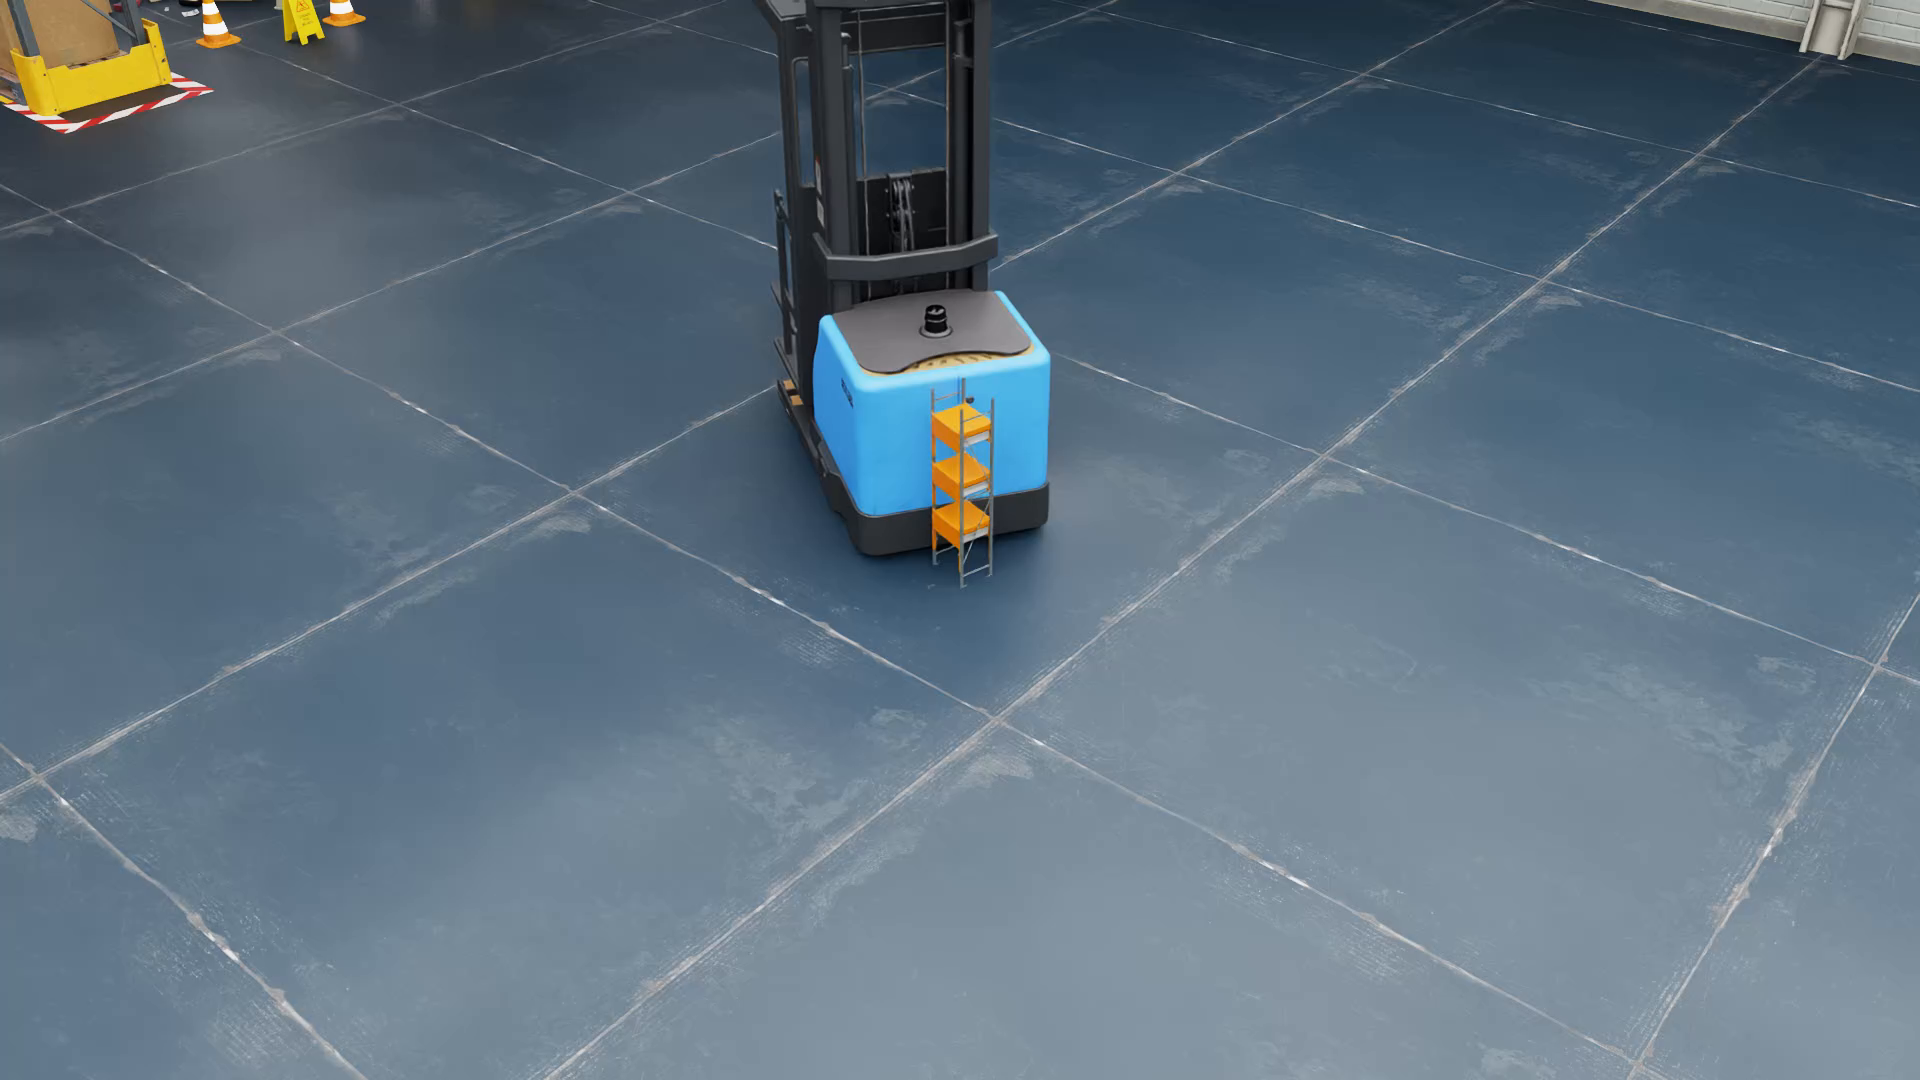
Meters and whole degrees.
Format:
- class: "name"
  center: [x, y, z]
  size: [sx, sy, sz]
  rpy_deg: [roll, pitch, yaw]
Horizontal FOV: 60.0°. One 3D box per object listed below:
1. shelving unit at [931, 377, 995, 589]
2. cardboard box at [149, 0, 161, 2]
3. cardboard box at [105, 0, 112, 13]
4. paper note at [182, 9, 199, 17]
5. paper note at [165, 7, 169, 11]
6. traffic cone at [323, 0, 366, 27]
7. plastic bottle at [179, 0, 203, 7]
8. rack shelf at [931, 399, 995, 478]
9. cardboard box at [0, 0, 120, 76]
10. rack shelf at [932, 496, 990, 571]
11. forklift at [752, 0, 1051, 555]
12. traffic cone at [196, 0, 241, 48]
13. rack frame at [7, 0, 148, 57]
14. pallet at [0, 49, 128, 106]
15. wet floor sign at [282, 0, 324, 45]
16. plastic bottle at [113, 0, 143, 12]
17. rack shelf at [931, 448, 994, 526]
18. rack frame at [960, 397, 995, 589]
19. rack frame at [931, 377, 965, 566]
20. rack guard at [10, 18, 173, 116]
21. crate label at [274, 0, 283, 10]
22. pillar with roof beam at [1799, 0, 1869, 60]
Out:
- class: "shelving unit"
  center: [0.013, -0.274, 8.304]
  size: [0.215, 1.050, 0.252]
  rpy_deg: [-22, 40, -28]
- class: "cardboard box"
  center: [-8.061, -5.624, 16.786]
  size: [0.396, 0.266, 0.258]
  rpy_deg: [-26, 42, -32]
- class: "cardboard box"
  center: [-8.710, -5.427, 16.291]
  size: [0.500, 0.500, 0.500]
  rpy_deg: [-26, 42, -32]
- class: "paper note"
  center: [-7.573, -5.190, 16.364]
  size: [0.144, 0.017, 0.142]
  rpy_deg: [-18, 38, -25]
- class: "paper note"
  center: [-7.864, -5.262, 16.486]
  size: [0.032, 0.001, 0.123]
  rpy_deg: [-12, 36, -17]
- class: "traffic cone"
  center: [-6.001, -5.256, 16.077]
  size: [0.334, 0.463, 0.336]
  rpy_deg: [25, 42, 32]
- class: "plastic bottle"
  center: [-7.704, -5.386, 16.621]
  size: [0.283, 0.061, 0.133]
  rpy_deg: [12, 36, 16]
- class: "rack shelf"
  center: [0.013, -0.499, 8.150]
  size: [0.215, 0.259, 0.240]
  rpy_deg: [-22, 40, -28]
- class: "cardboard box"
  center: [-8.049, -4.637, 14.441]
  size: [0.875, 0.875, 0.875]
  rpy_deg: [26, 42, 32]
- class: "rack shelf"
  center: [0.013, -0.036, 8.468]
  size: [0.215, 0.259, 0.240]
  rpy_deg: [-22, 40, -28]
- class: "forklift"
  center: [-0.459, -1.960, 9.098]
  size: [1.130, 2.935, 3.031]
  rpy_deg: [-10, 36, -14]
- class: "traffic cone"
  center: [-6.985, -4.888, 15.540]
  size: [0.334, 0.463, 0.336]
  rpy_deg: [25, 42, 32]
- class: "rack frame"
  center: [-7.486, -5.123, 13.643]
  size: [0.127, 3.000, 1.000]
  rpy_deg: [25, 42, 32]
- class: "pallet"
  center: [-8.150, -4.229, 14.804]
  size: [1.213, 0.211, 1.003]
  rpy_deg: [25, 42, 32]
- class: "wet floor sign"
  center: [-6.197, -5.004, 15.548]
  size: [0.232, 0.644, 0.267]
  rpy_deg: [18, 38, 24]
- class: "plastic bottle"
  center: [-8.266, -5.328, 16.536]
  size: [0.133, 0.061, 0.283]
  rpy_deg: [12, 36, 16]
- class: "rack shelf"
  center: [0.013, -0.266, 8.310]
  size: [0.215, 0.259, 0.240]
  rpy_deg: [-22, 40, -28]
- class: "rack frame"
  center: [0.083, -0.218, 8.222]
  size: [0.200, 1.050, 0.008]
  rpy_deg: [-22, 40, -28]
- class: "rack frame"
  center: [-0.057, -0.331, 8.387]
  size: [0.200, 1.050, 0.008]
  rpy_deg: [-22, 40, -28]
- class: "rack guard"
  center: [-7.467, -4.084, 14.337]
  size: [0.348, 0.500, 1.175]
  rpy_deg: [25, 42, 32]
- class: "crate label"
  center: [-6.645, -5.380, 16.545]
  size: [0.298, 0.136, 0.250]
  rpy_deg: [6, 35, 8]
- class: "pillar with roof beam"
  center: [5.286, -6.372, 10.162]
  size: [0.400, 9.000, 9.100]
  rpy_deg: [25, 42, 32]
